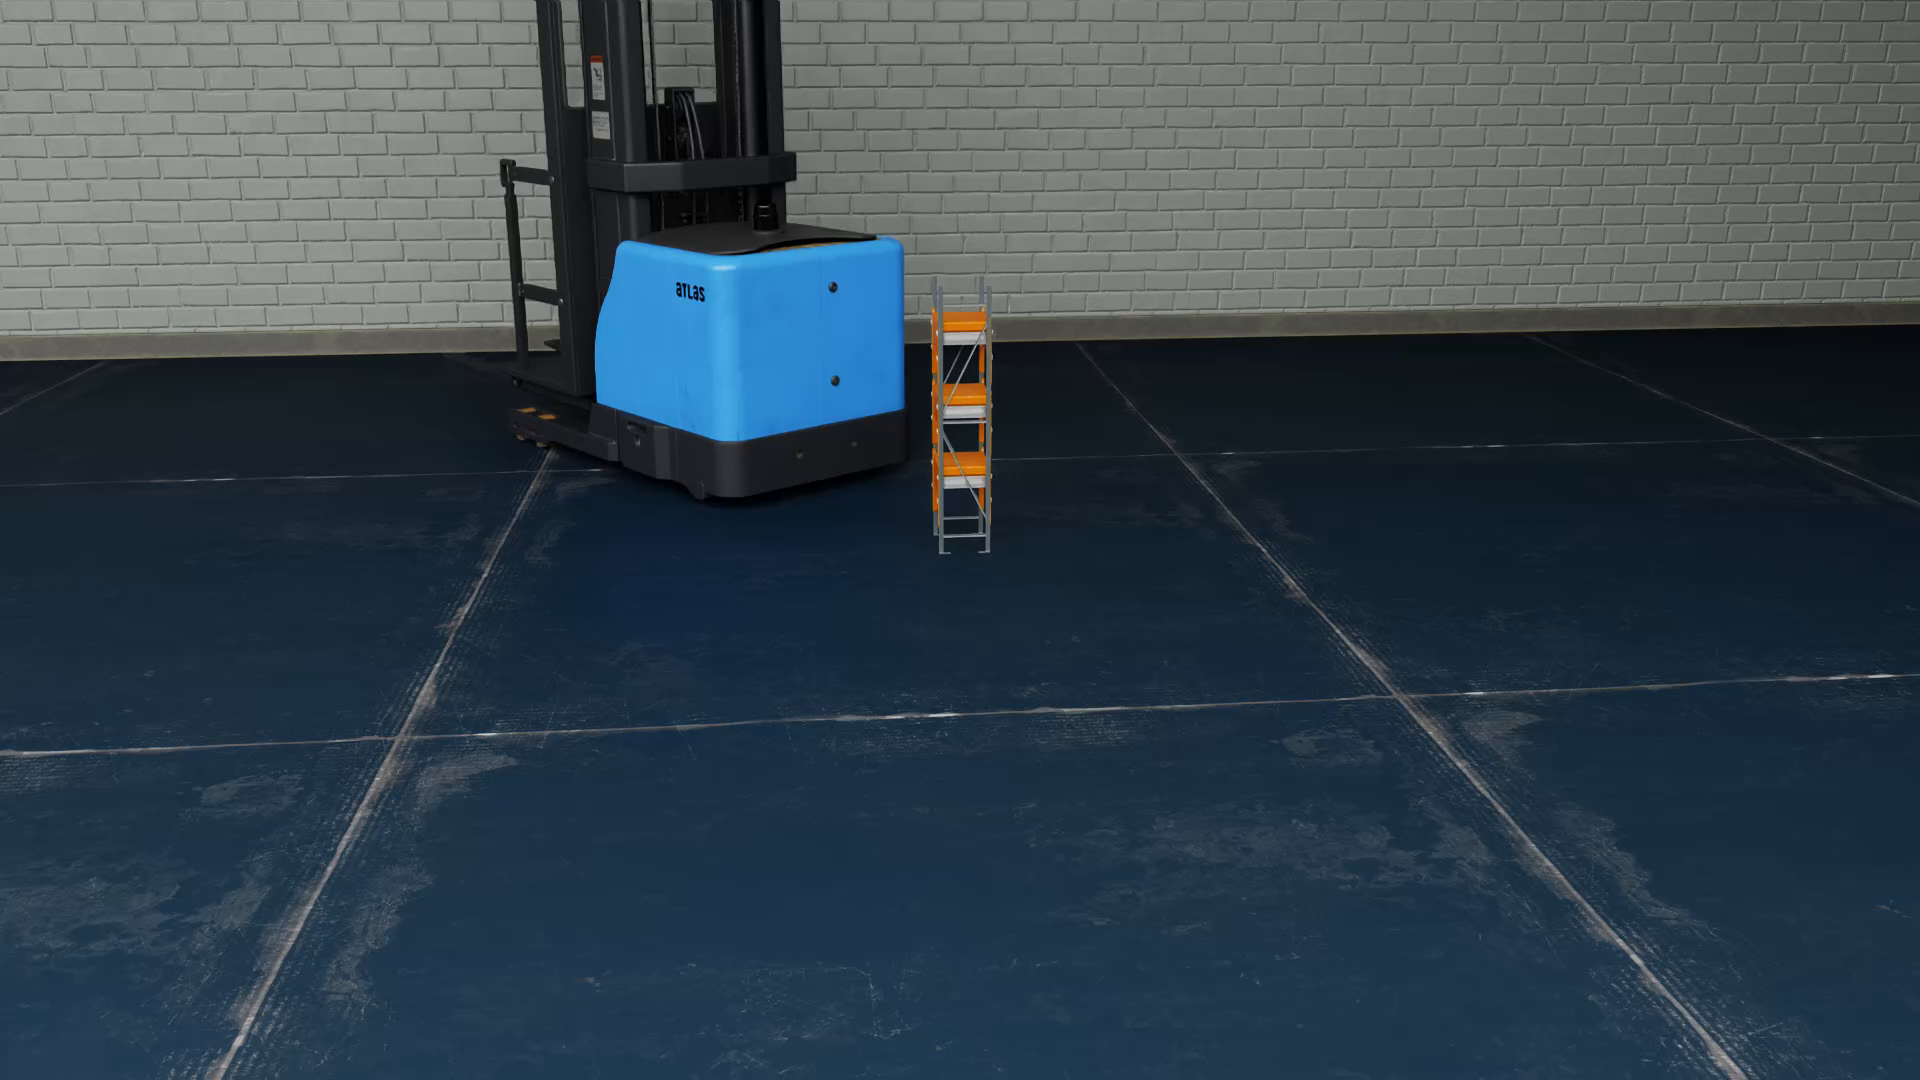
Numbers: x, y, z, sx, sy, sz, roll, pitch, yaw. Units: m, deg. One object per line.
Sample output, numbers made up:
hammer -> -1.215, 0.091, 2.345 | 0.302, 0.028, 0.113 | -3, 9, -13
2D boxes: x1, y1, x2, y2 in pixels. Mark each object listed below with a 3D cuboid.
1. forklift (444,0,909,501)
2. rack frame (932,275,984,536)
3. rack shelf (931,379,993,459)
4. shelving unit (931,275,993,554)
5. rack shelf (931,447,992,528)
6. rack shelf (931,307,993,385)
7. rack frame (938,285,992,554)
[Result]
forklift -> -1.592, -1.935, 7.948 | 1.130, 2.935, 3.031 | -15, 23, -40
rack frame -> -0.007, -0.521, 6.585 | 0.200, 1.050, 0.008 | -2, 18, -6
rack shelf -> 0.006, -0.475, 6.472 | 0.215, 0.259, 0.240 | -2, 18, -6
shelving unit -> 0.006, -0.485, 6.469 | 0.215, 1.050, 0.252 | -2, 18, -6
rack shelf -> 0.006, -0.210, 6.555 | 0.215, 0.259, 0.240 | -2, 18, -6
rack shelf -> 0.005, -0.746, 6.387 | 0.215, 0.259, 0.240 | -2, 18, -6
rack frame -> 0.018, -0.449, 6.353 | 0.200, 1.050, 0.008 | -2, 18, -6
